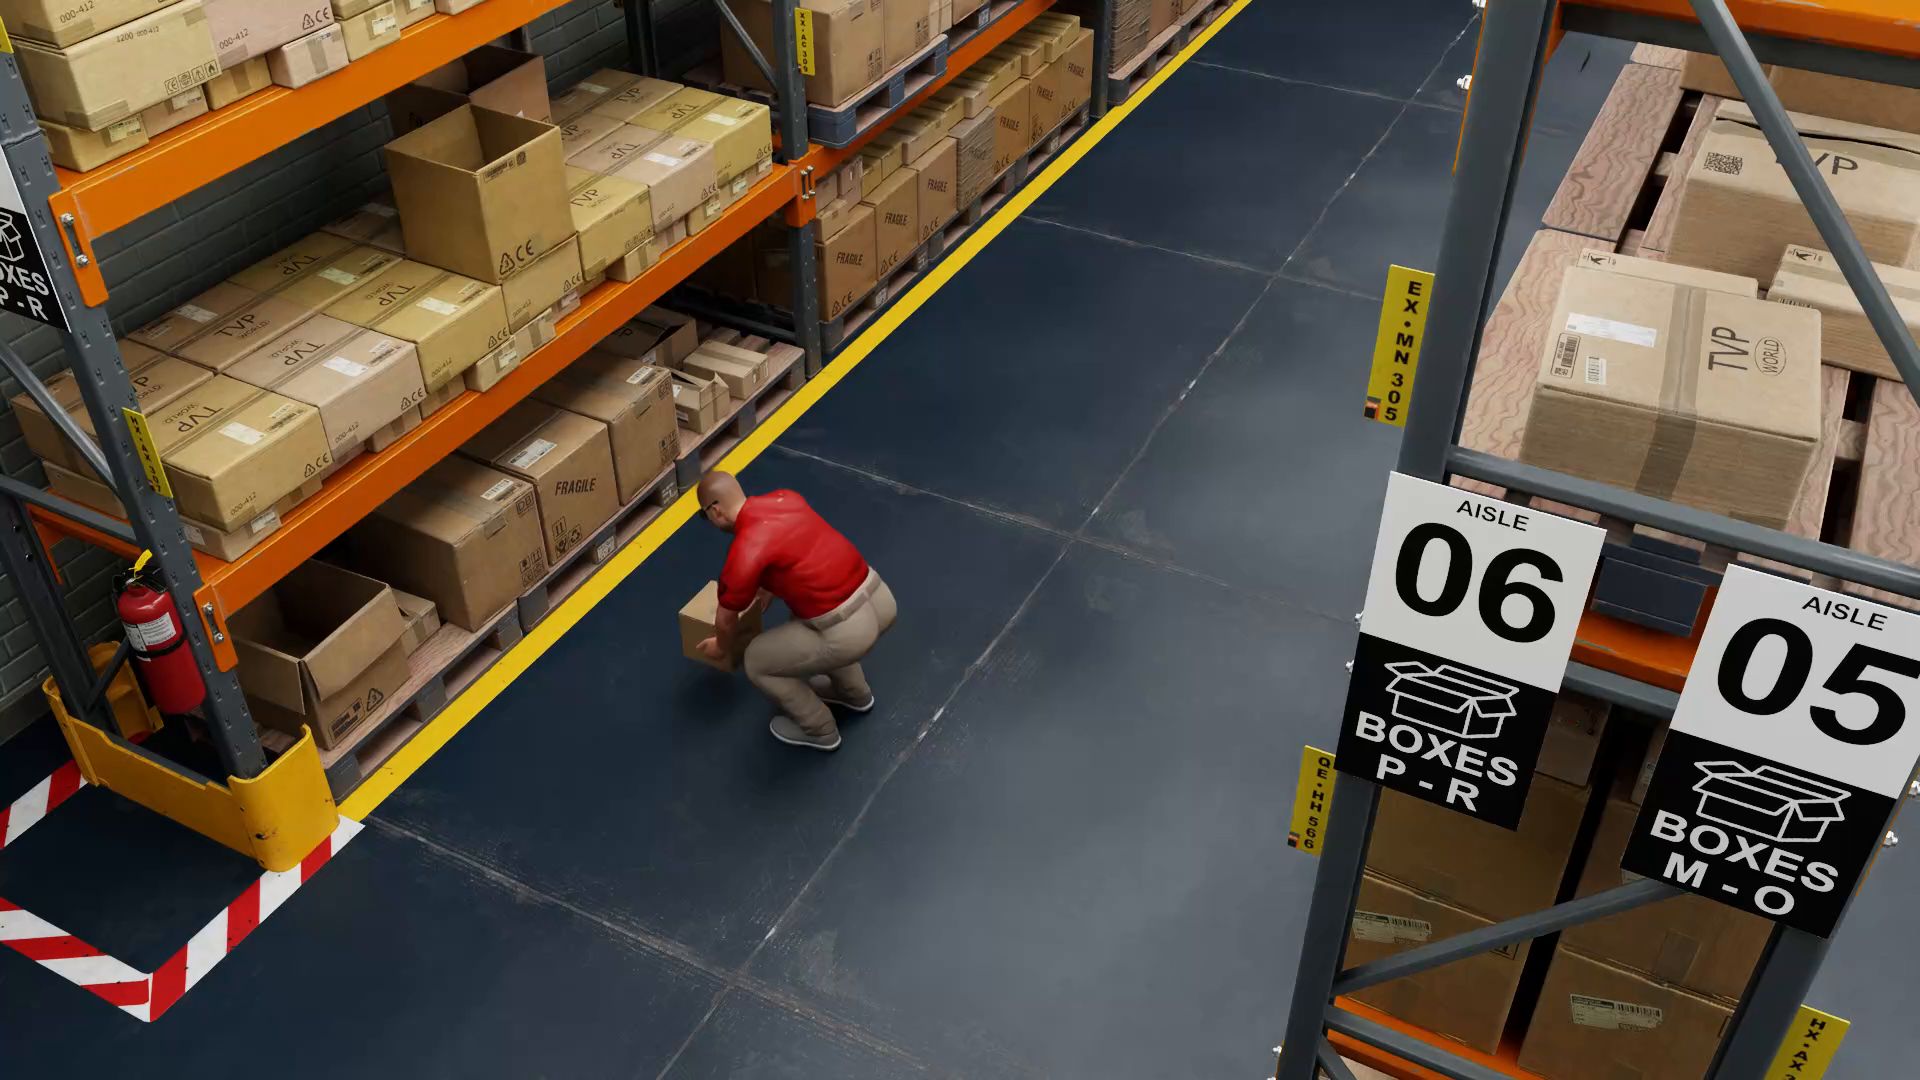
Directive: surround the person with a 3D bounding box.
[{"bbox_3d":[-0.707,0.286,6.824,0.734,1.208,0.581,18,41,21],"label":"person"}]
